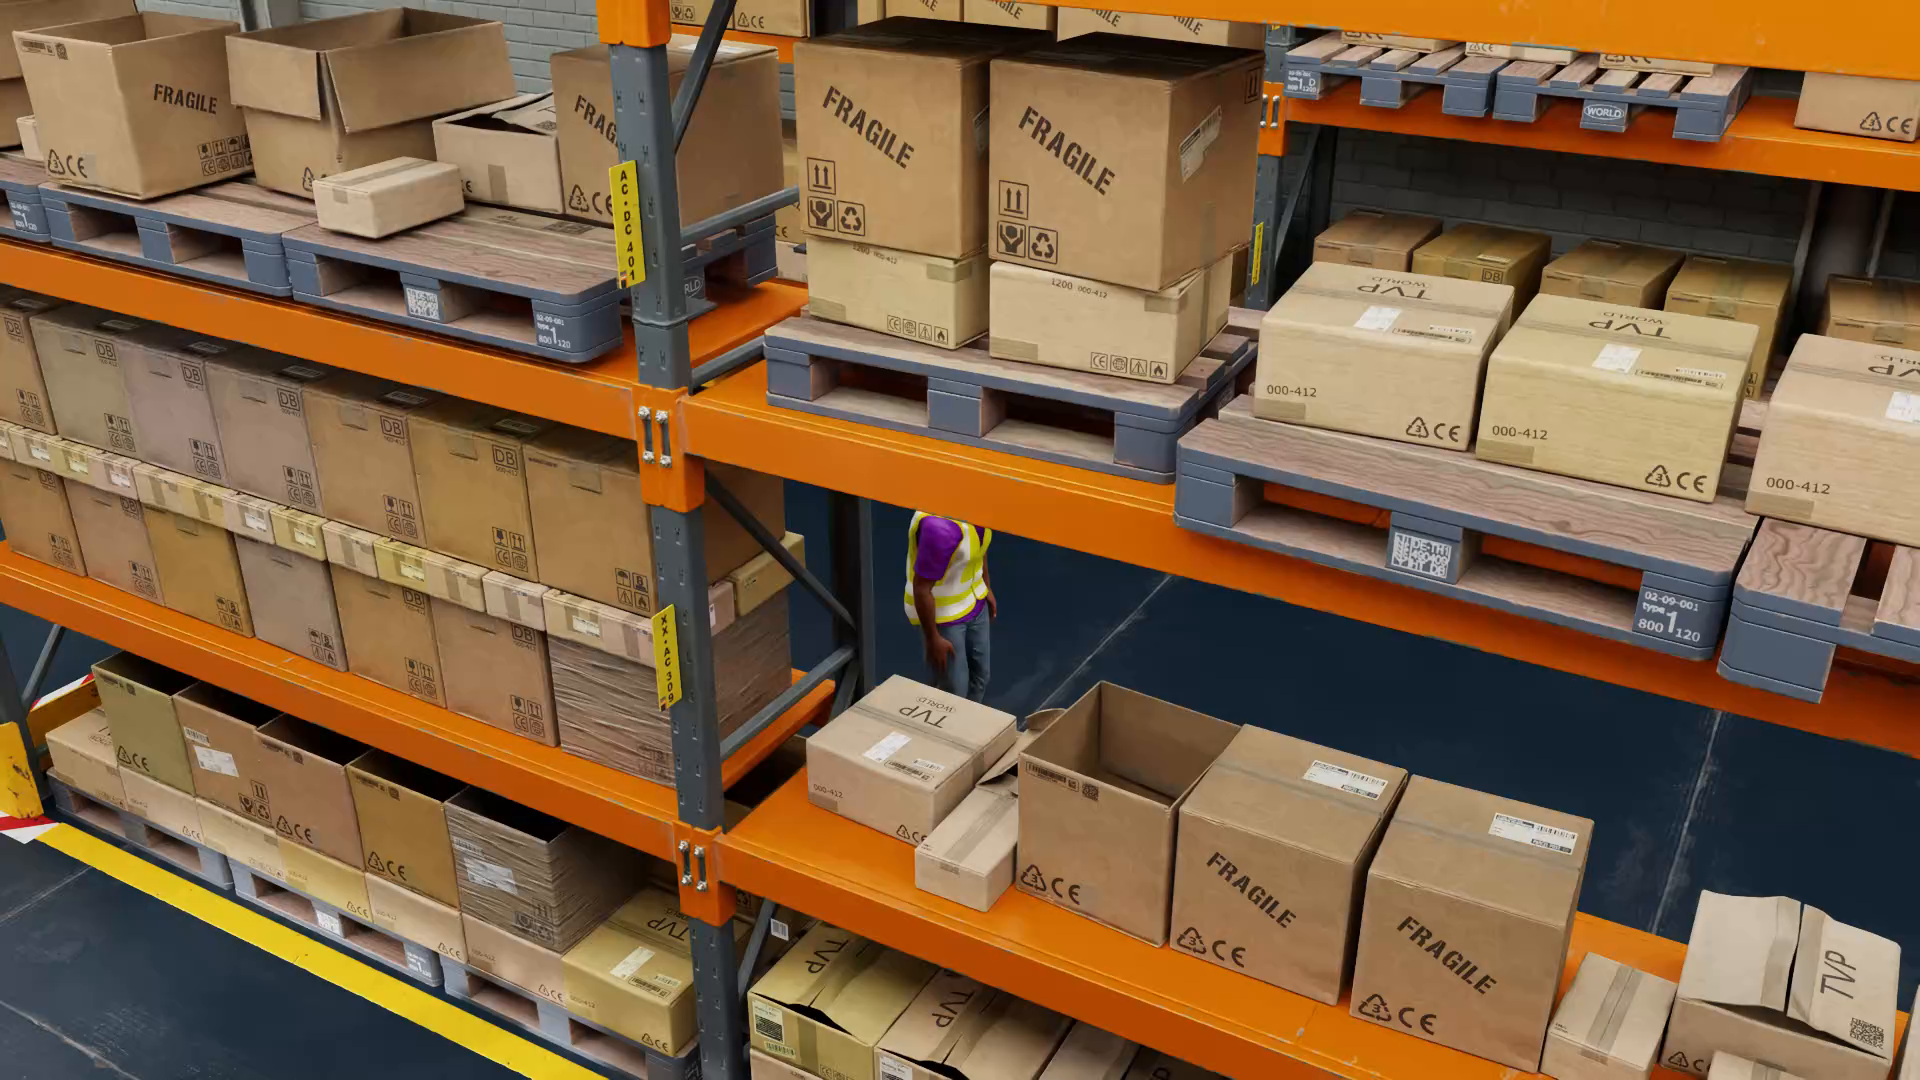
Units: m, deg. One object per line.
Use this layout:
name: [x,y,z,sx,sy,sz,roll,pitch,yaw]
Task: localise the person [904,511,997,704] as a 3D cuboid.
person: [-0.002,0.329,7.509,0.461,1.755,0.632,12,29,23]
